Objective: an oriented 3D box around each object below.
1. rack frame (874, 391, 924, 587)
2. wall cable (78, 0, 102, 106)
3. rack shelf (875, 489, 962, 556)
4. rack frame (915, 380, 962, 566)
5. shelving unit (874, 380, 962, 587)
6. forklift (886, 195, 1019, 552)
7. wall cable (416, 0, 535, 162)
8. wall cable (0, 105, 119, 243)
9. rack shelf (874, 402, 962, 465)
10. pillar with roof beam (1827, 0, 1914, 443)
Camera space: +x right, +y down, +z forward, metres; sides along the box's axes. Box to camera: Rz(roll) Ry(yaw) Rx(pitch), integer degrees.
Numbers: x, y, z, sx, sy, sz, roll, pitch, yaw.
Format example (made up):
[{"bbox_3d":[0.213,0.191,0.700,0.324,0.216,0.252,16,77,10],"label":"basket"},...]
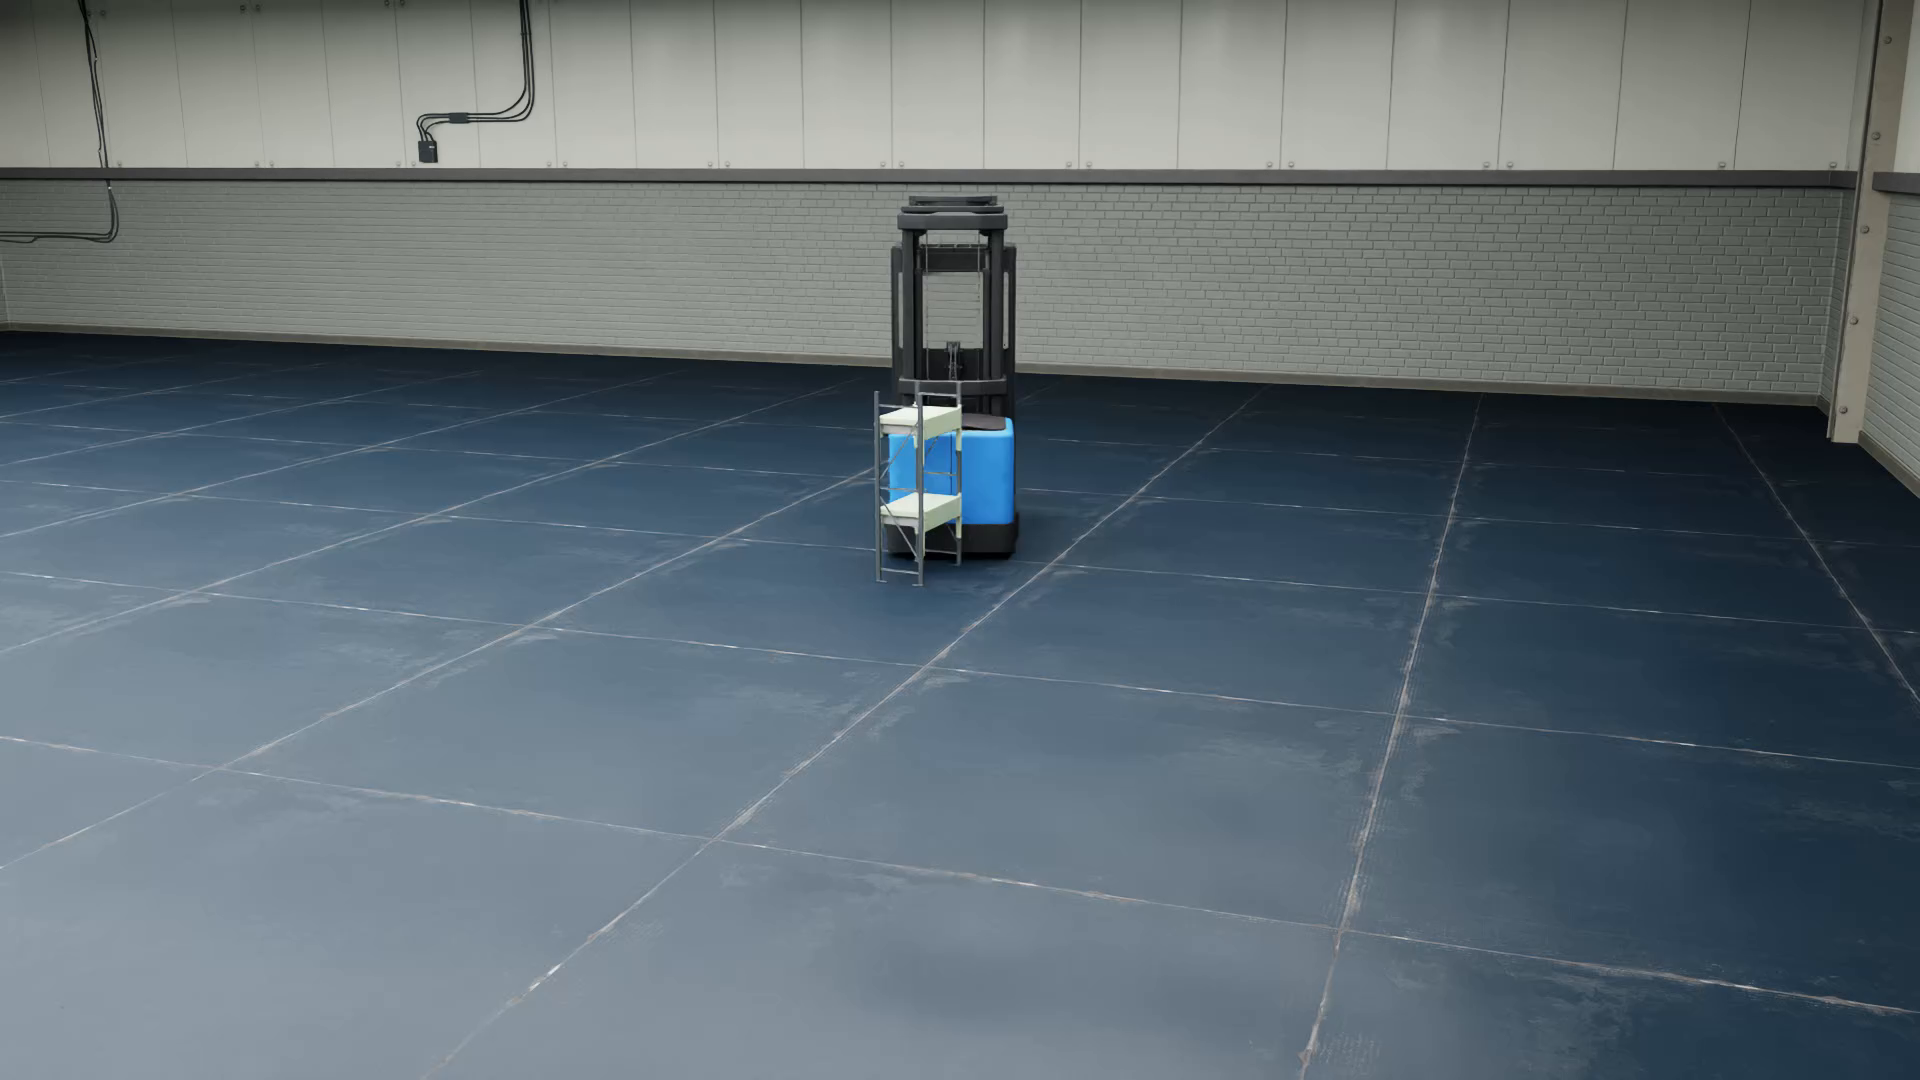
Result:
[{"bbox_3d":[-0.468,-0.387,12.811,0.400,1.500,0.023,6,14,23],"label":"rack frame"},{"bbox_3d":[-14.590,-9.116,29.832,3.097,2.526,0.112,4,14,18],"label":"wall cable"},{"bbox_3d":[-0.321,-0.143,13.210,0.431,0.370,0.720,6,14,23],"label":"rack shelf"},{"bbox_3d":[-0.174,-0.536,13.464,0.400,1.500,0.023,6,14,23],"label":"rack frame"},{"bbox_3d":[-0.321,-0.461,13.138,0.431,1.500,0.755,6,14,23],"label":"shelving unit"},{"bbox_3d":[-0.055,-1.594,14.884,1.130,2.935,3.031,0,13,1],"label":"forklift"},{"bbox_3d":[-8.172,-9.333,27.515,2.305,6.003,0.169,4,14,18],"label":"wall cable"},{"bbox_3d":[-17.150,-6.848,31.248,3.097,2.526,0.112,4,14,18],"label":"wall cable"},{"bbox_3d":[-0.321,-0.842,13.051,0.431,0.370,0.720,6,14,23],"label":"rack shelf"},{"bbox_3d":[6.378,-5.879,20.023,9.100,9.000,0.400,4,14,18],"label":"pillar with roof beam"}]
